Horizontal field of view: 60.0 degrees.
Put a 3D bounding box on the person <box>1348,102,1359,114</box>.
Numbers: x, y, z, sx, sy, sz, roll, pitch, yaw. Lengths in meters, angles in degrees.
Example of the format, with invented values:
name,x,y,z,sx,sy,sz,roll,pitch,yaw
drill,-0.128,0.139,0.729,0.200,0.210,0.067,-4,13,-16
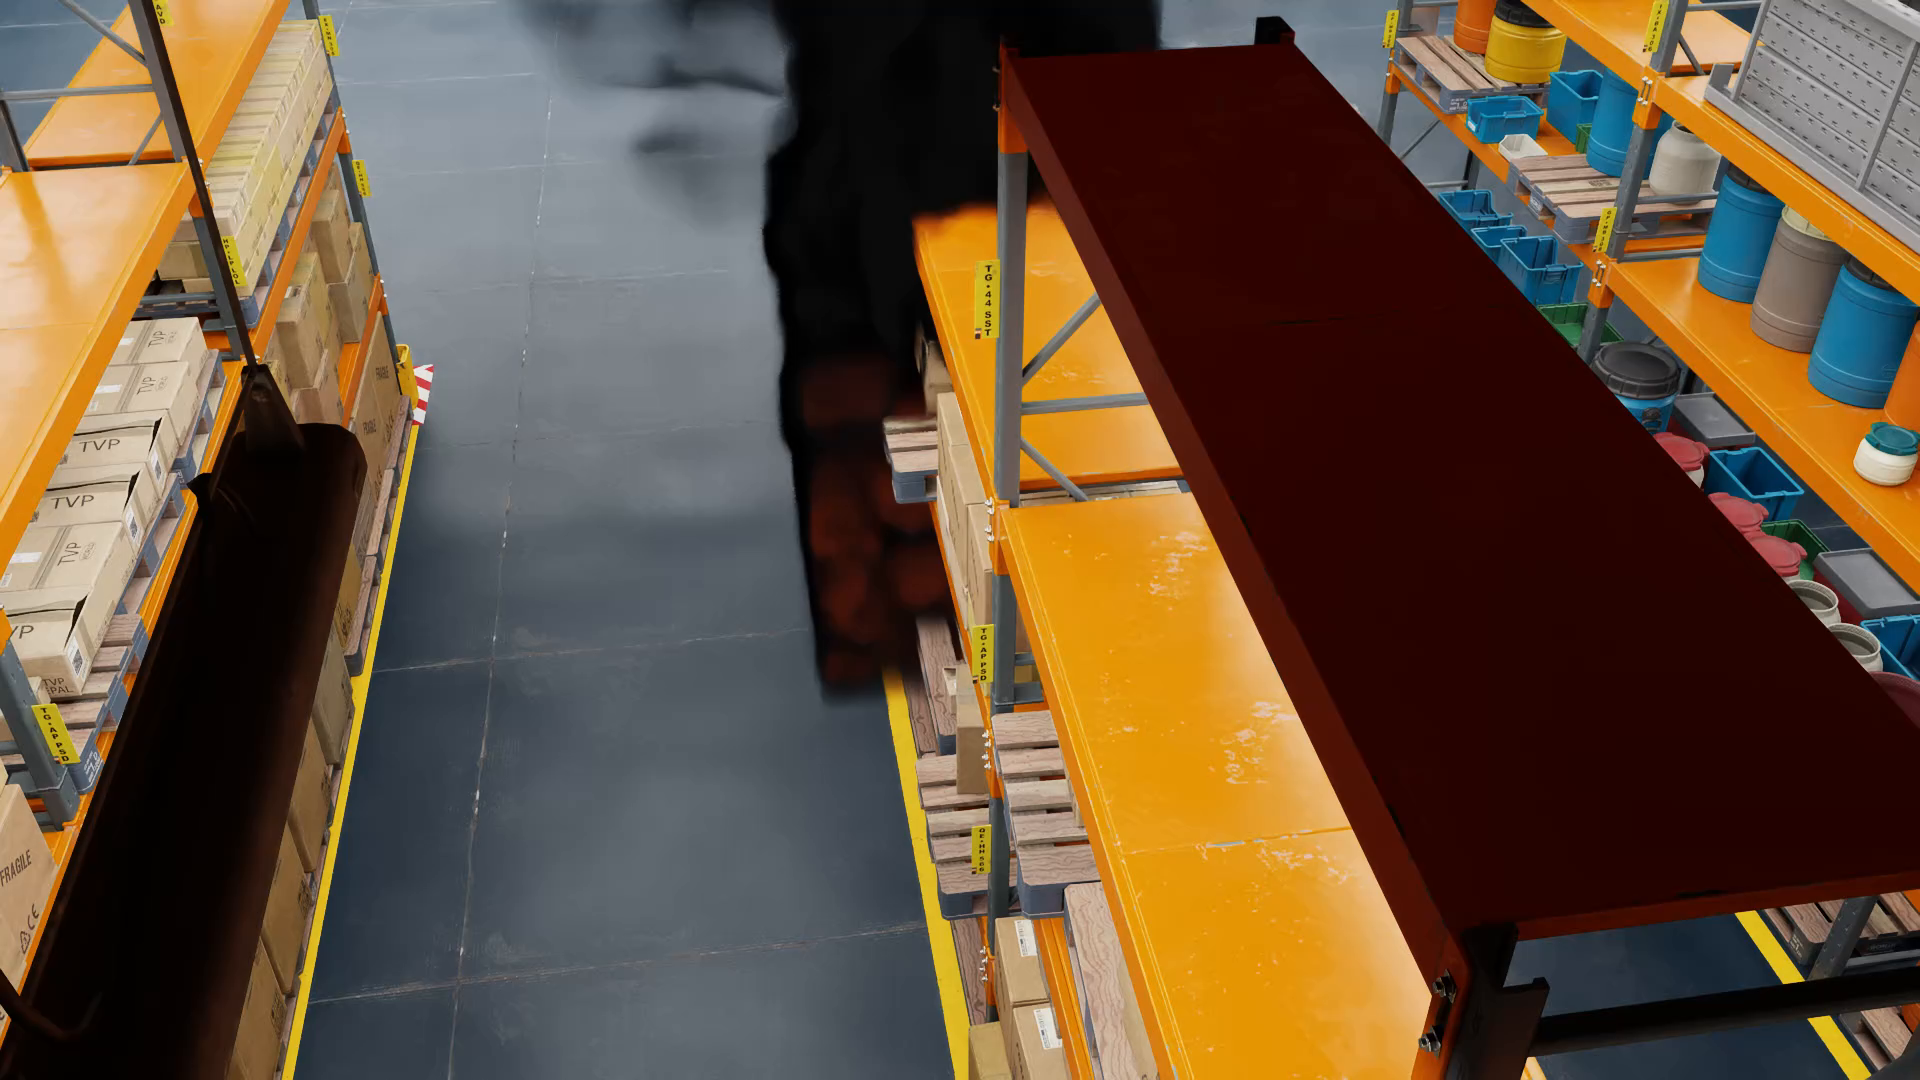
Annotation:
name,x,y,z,sx,sy,sz,roll,pitch,yaw
person,3.889,-3.692,17.080,0.780,1.617,0.623,23,42,28
